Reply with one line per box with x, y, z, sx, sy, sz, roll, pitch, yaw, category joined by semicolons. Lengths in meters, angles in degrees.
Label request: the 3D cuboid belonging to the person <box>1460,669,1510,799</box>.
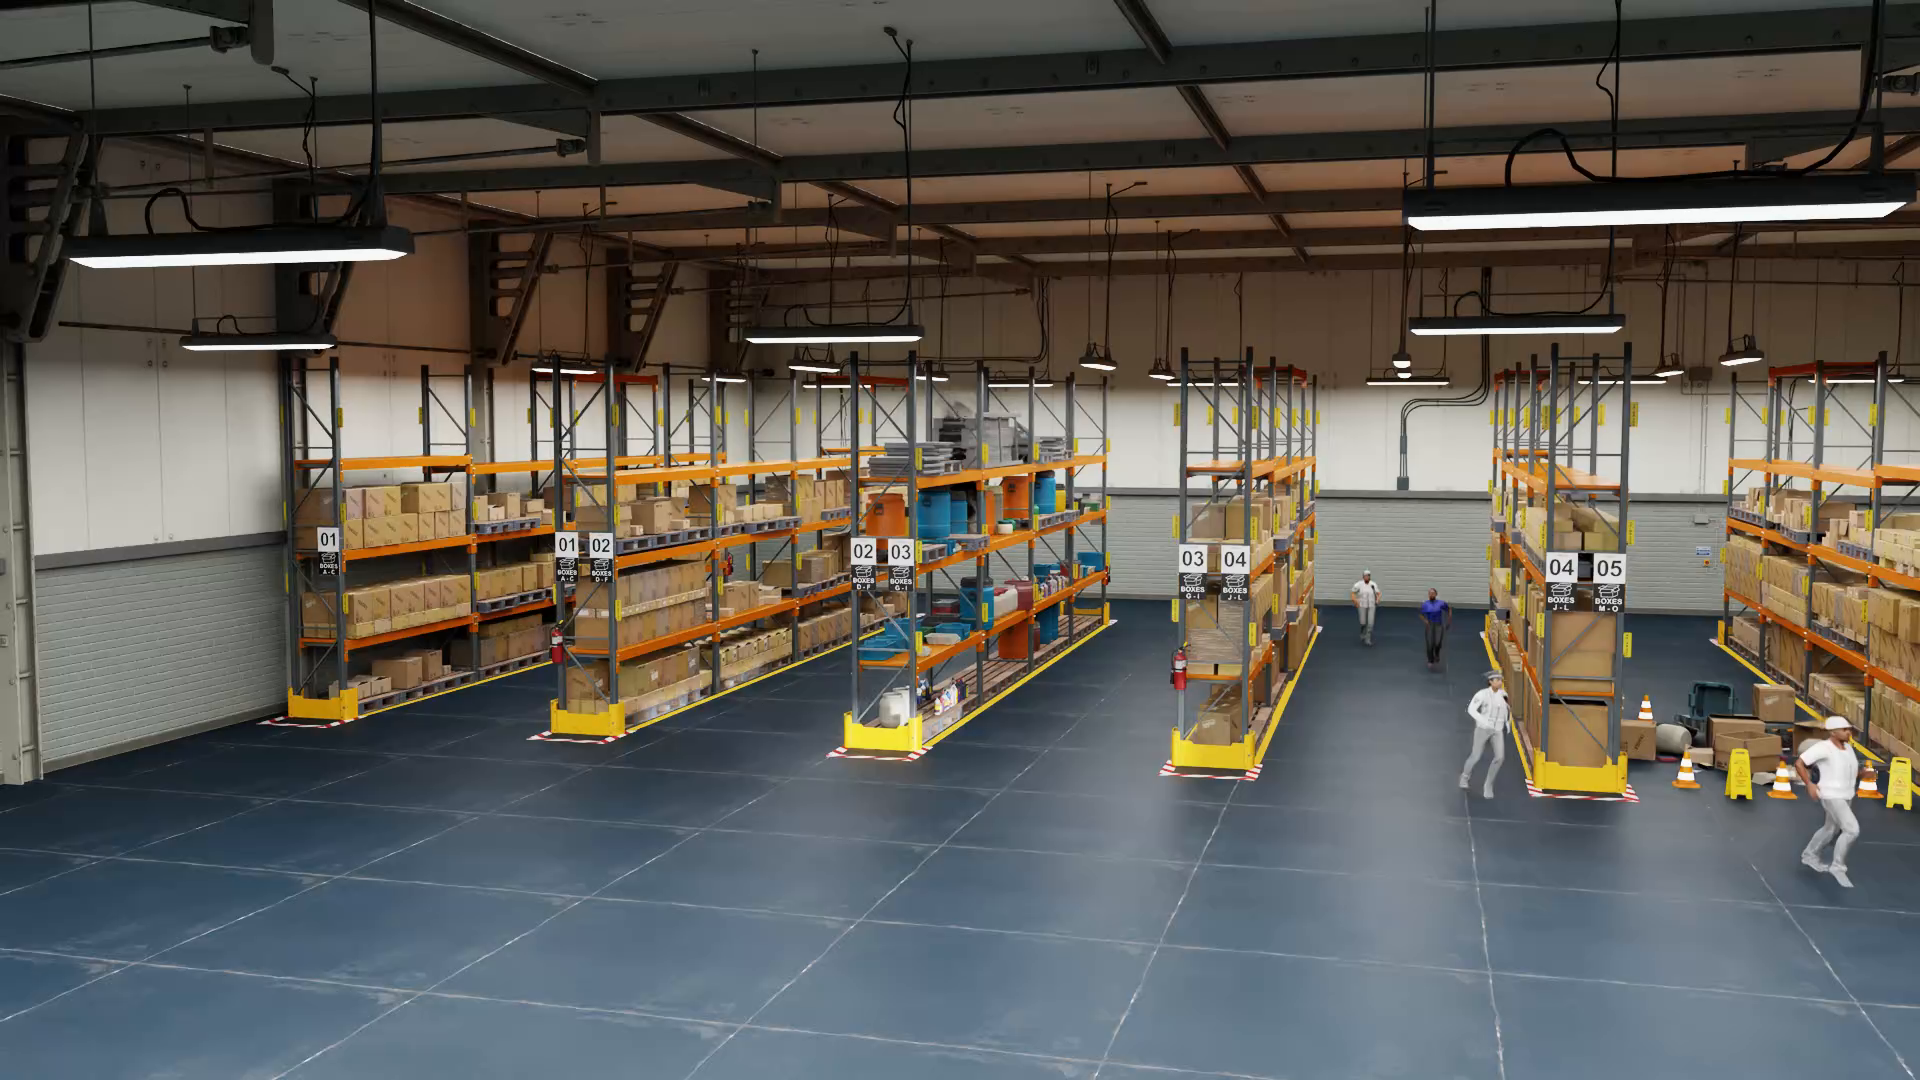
7.059;2.556;22.138;0.678;1.707;0.670;-1;4;-7;person

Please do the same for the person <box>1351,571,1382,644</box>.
9.029;1.497;36.896;0.660;1.640;0.574;0;4;1;person

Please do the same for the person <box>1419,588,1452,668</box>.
9.464;1.768;33.148;0.607;1.612;0.669;2;5;21;person

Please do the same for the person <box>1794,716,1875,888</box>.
9.456;2.807;17.947;0.669;1.827;0.756;-3;5;-36;person
